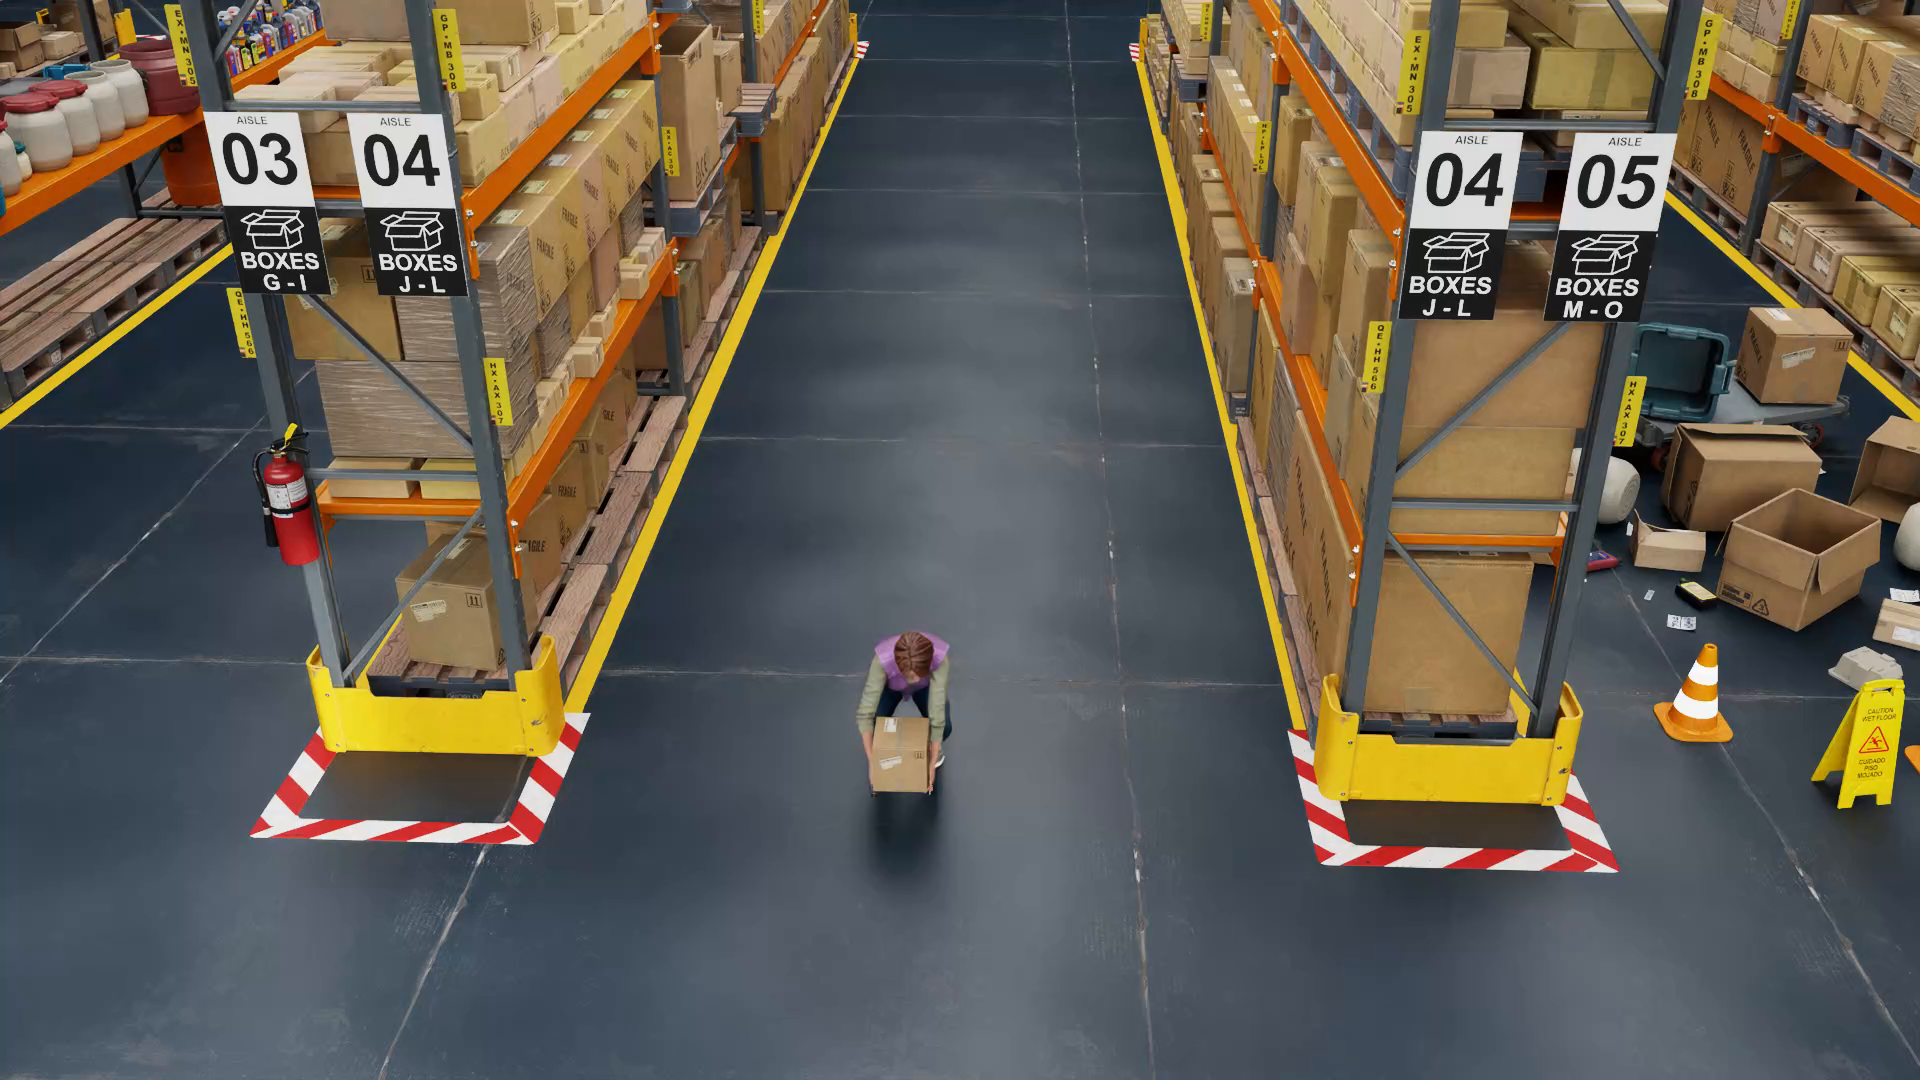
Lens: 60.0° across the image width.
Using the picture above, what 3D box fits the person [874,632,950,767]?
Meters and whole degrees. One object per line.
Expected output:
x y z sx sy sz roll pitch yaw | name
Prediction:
-0.242 0.734 8.152 0.394 0.772 0.535 1 28 1 | person
